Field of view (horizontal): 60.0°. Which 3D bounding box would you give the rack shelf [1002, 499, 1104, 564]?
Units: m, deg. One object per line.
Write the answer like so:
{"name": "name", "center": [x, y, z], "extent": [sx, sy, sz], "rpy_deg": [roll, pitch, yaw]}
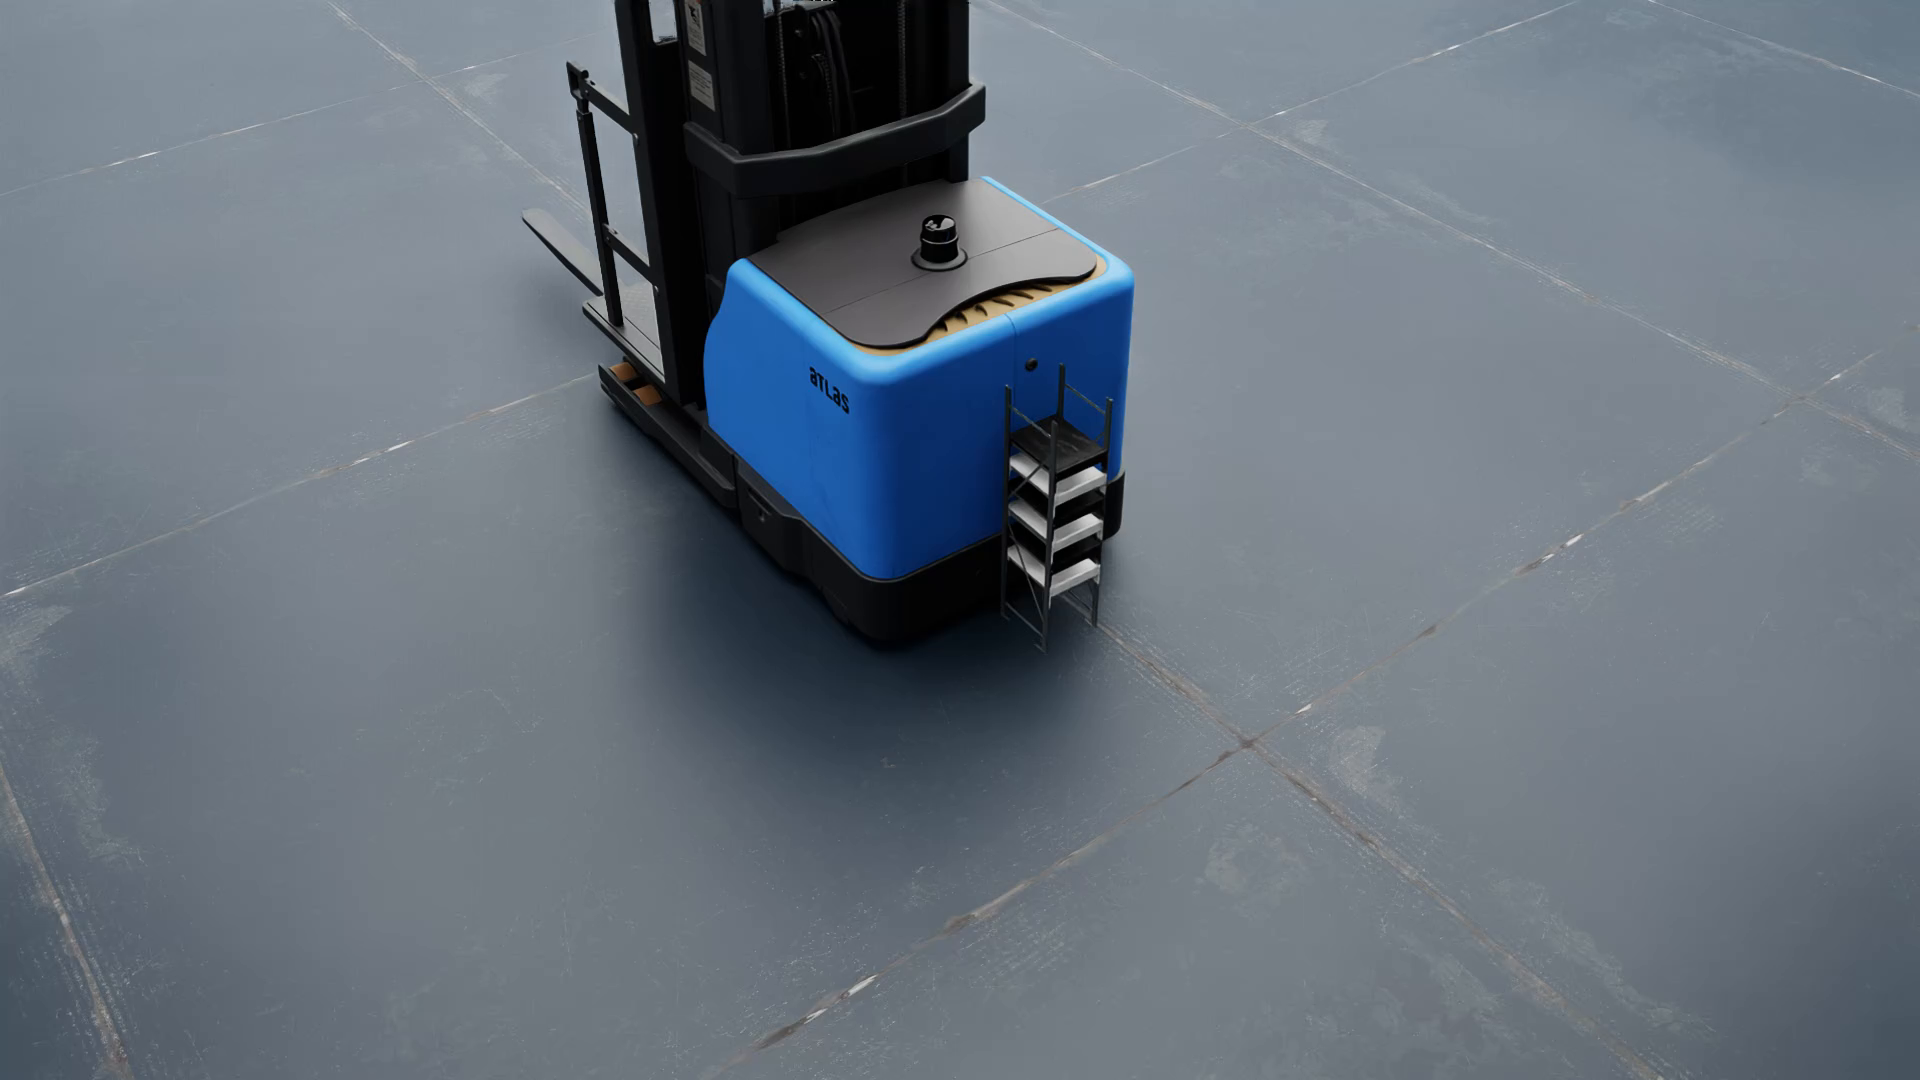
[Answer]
{"name": "rack shelf", "center": [0.288, -0.056, 5.161], "extent": [0.200, 0.077, 0.258], "rpy_deg": [-25, 45, -27]}

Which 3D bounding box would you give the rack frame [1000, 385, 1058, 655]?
{"name": "rack frame", "center": [0.205, -0.044, 5.094], "extent": [0.006, 0.900, 0.240], "rpy_deg": [-25, 45, -27]}

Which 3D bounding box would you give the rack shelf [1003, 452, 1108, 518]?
{"name": "rack shelf", "center": [0.288, -0.195, 5.047], "extent": [0.200, 0.077, 0.258], "rpy_deg": [-25, 45, -27]}

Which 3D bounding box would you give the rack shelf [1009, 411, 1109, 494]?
{"name": "rack shelf", "center": [0.288, -0.265, 4.990], "extent": [0.200, 0.077, 0.258], "rpy_deg": [-25, 45, -27]}

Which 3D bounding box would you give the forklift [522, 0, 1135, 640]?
{"name": "forklift", "center": [-0.717, -1.708, 5.521], "extent": [1.130, 2.935, 3.031], "rpy_deg": [-25, 45, -27]}

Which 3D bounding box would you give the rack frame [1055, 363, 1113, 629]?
{"name": "rack frame", "center": [0.370, -0.120, 5.186], "extent": [0.006, 0.900, 0.240], "rpy_deg": [-25, 45, -27]}

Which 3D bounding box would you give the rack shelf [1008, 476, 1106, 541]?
{"name": "rack shelf", "center": [0.288, -0.126, 5.104], "extent": [0.200, 0.077, 0.258], "rpy_deg": [-25, 45, -27]}

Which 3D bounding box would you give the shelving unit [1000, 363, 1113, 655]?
{"name": "shelving unit", "center": [0.288, -0.082, 5.140], "extent": [0.210, 0.900, 0.258], "rpy_deg": [-25, 45, -27]}

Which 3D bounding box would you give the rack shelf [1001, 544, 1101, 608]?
{"name": "rack shelf", "center": [0.287, 0.082, 5.276], "extent": [0.200, 0.077, 0.258], "rpy_deg": [-25, 45, -27]}

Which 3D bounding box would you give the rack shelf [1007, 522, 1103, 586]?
{"name": "rack shelf", "center": [0.287, 0.013, 5.219], "extent": [0.200, 0.077, 0.258], "rpy_deg": [-25, 45, -27]}
